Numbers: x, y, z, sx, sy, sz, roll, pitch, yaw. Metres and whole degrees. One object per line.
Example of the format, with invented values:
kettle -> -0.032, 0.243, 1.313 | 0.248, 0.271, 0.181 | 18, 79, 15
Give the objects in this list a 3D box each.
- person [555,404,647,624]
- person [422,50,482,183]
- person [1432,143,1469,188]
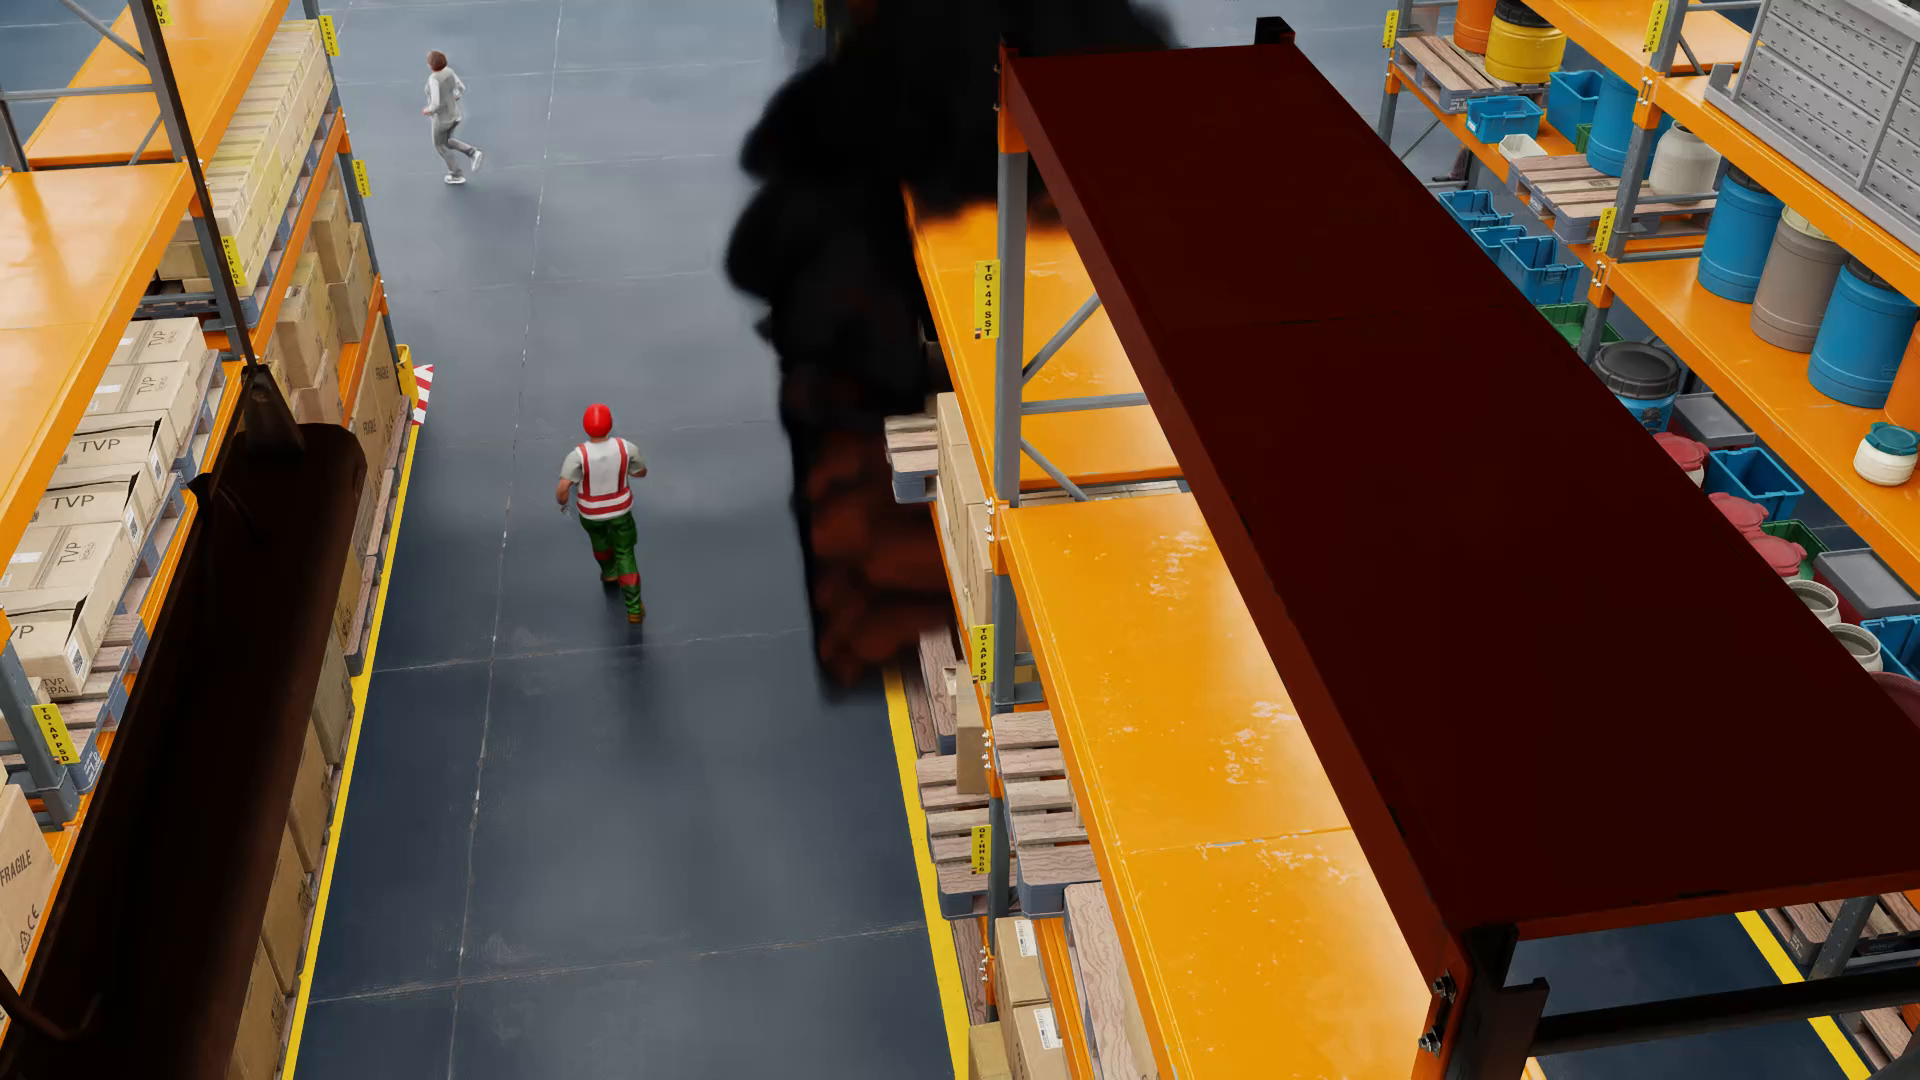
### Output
person -> -2.611, -0.224, 12.269 | 0.669, 1.811, 0.893 | -8, 37, -11
person -> -5.692, -4.688, 18.557 | 0.549, 1.534, 0.538 | 13, 38, 17
person -> 5.852, -4.668, 18.379 | 0.984, 1.691, 0.677 | 11, 38, 14
